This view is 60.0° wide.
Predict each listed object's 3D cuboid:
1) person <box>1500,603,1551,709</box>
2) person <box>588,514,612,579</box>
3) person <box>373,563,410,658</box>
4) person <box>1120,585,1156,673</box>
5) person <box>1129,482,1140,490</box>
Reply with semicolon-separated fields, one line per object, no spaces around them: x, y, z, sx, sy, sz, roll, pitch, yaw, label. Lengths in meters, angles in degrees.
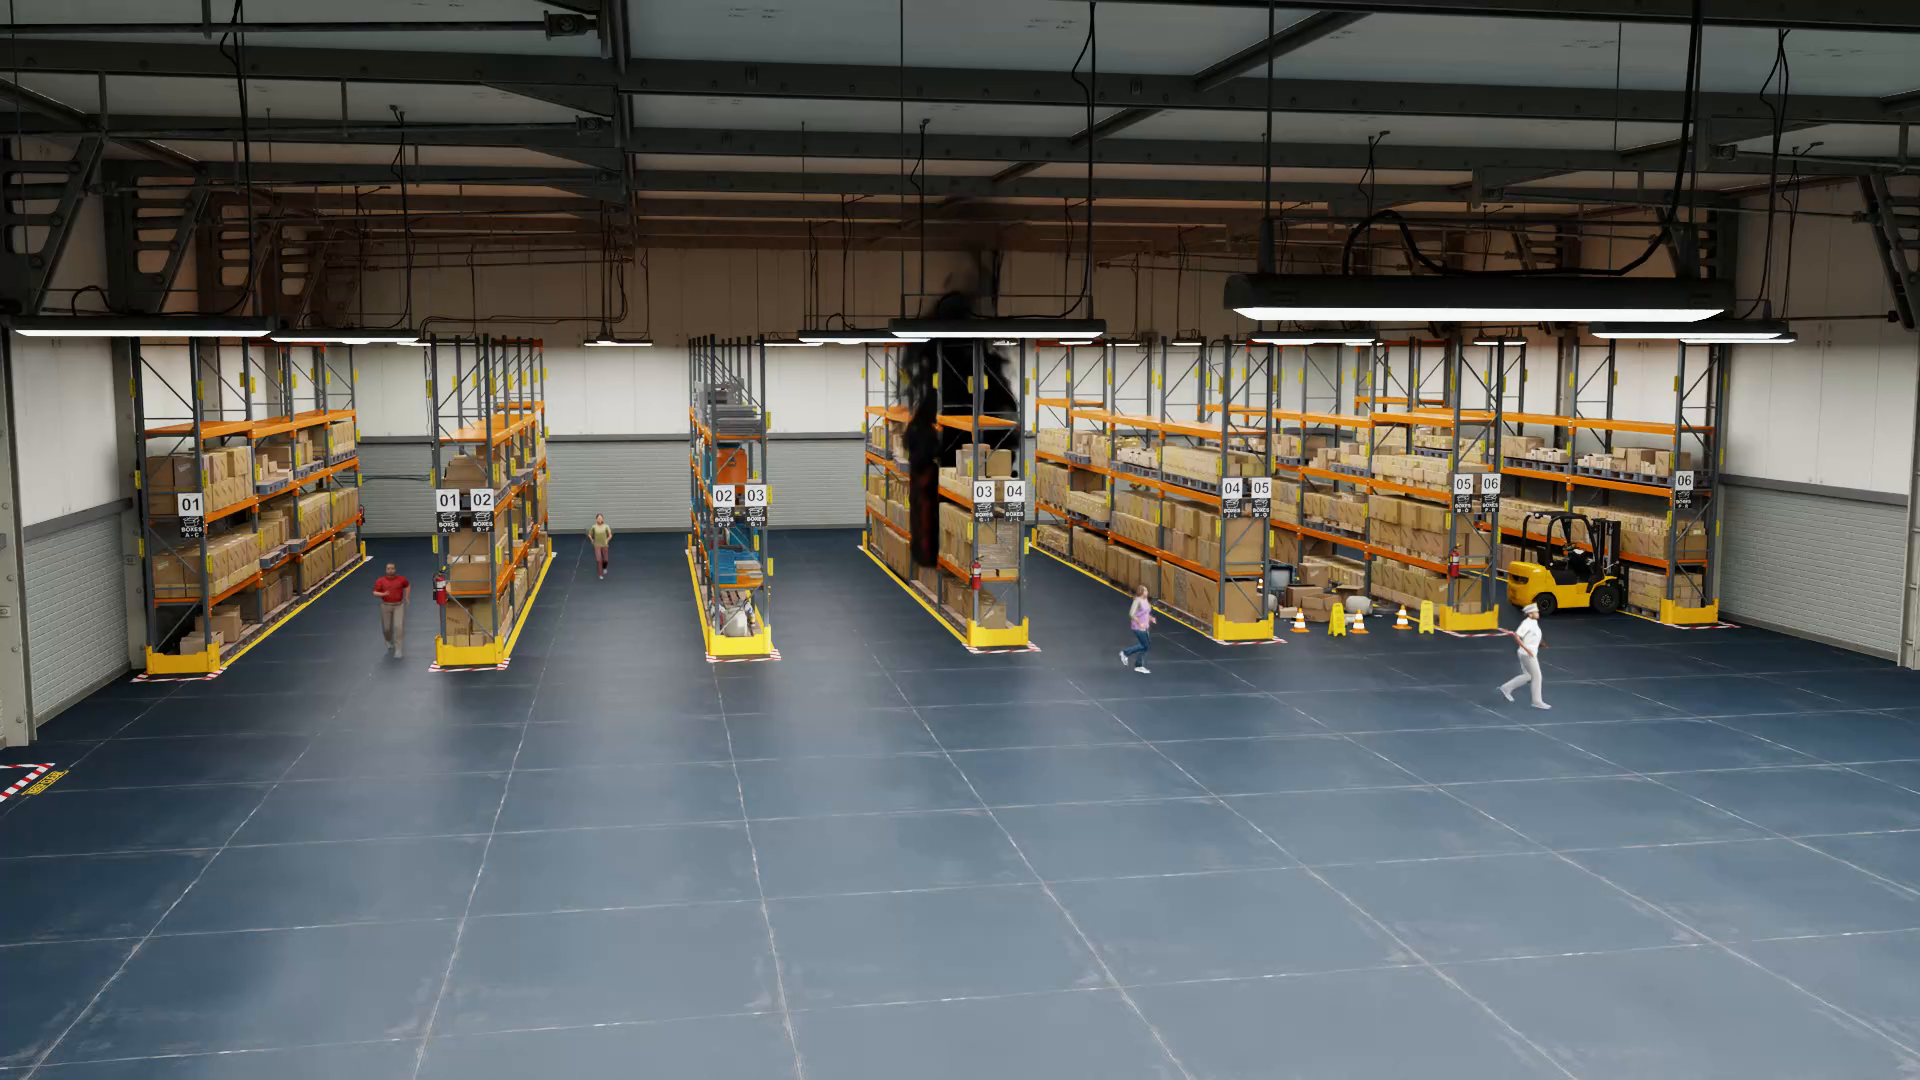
9.082;1.836;26.627;0.788;1.689;0.597;3;7;26;person
-8.999;0.152;41.604;0.580;1.619;0.609;-2;7;-14;person
-10.628;1.283;31.137;0.662;1.715;0.987;-2;7;-18;person
3.185;1.573;29.609;0.586;1.572;0.532;3;7;27;person
5.336;-0.947;50.592;0.873;1.772;0.711;0;7;3;person
